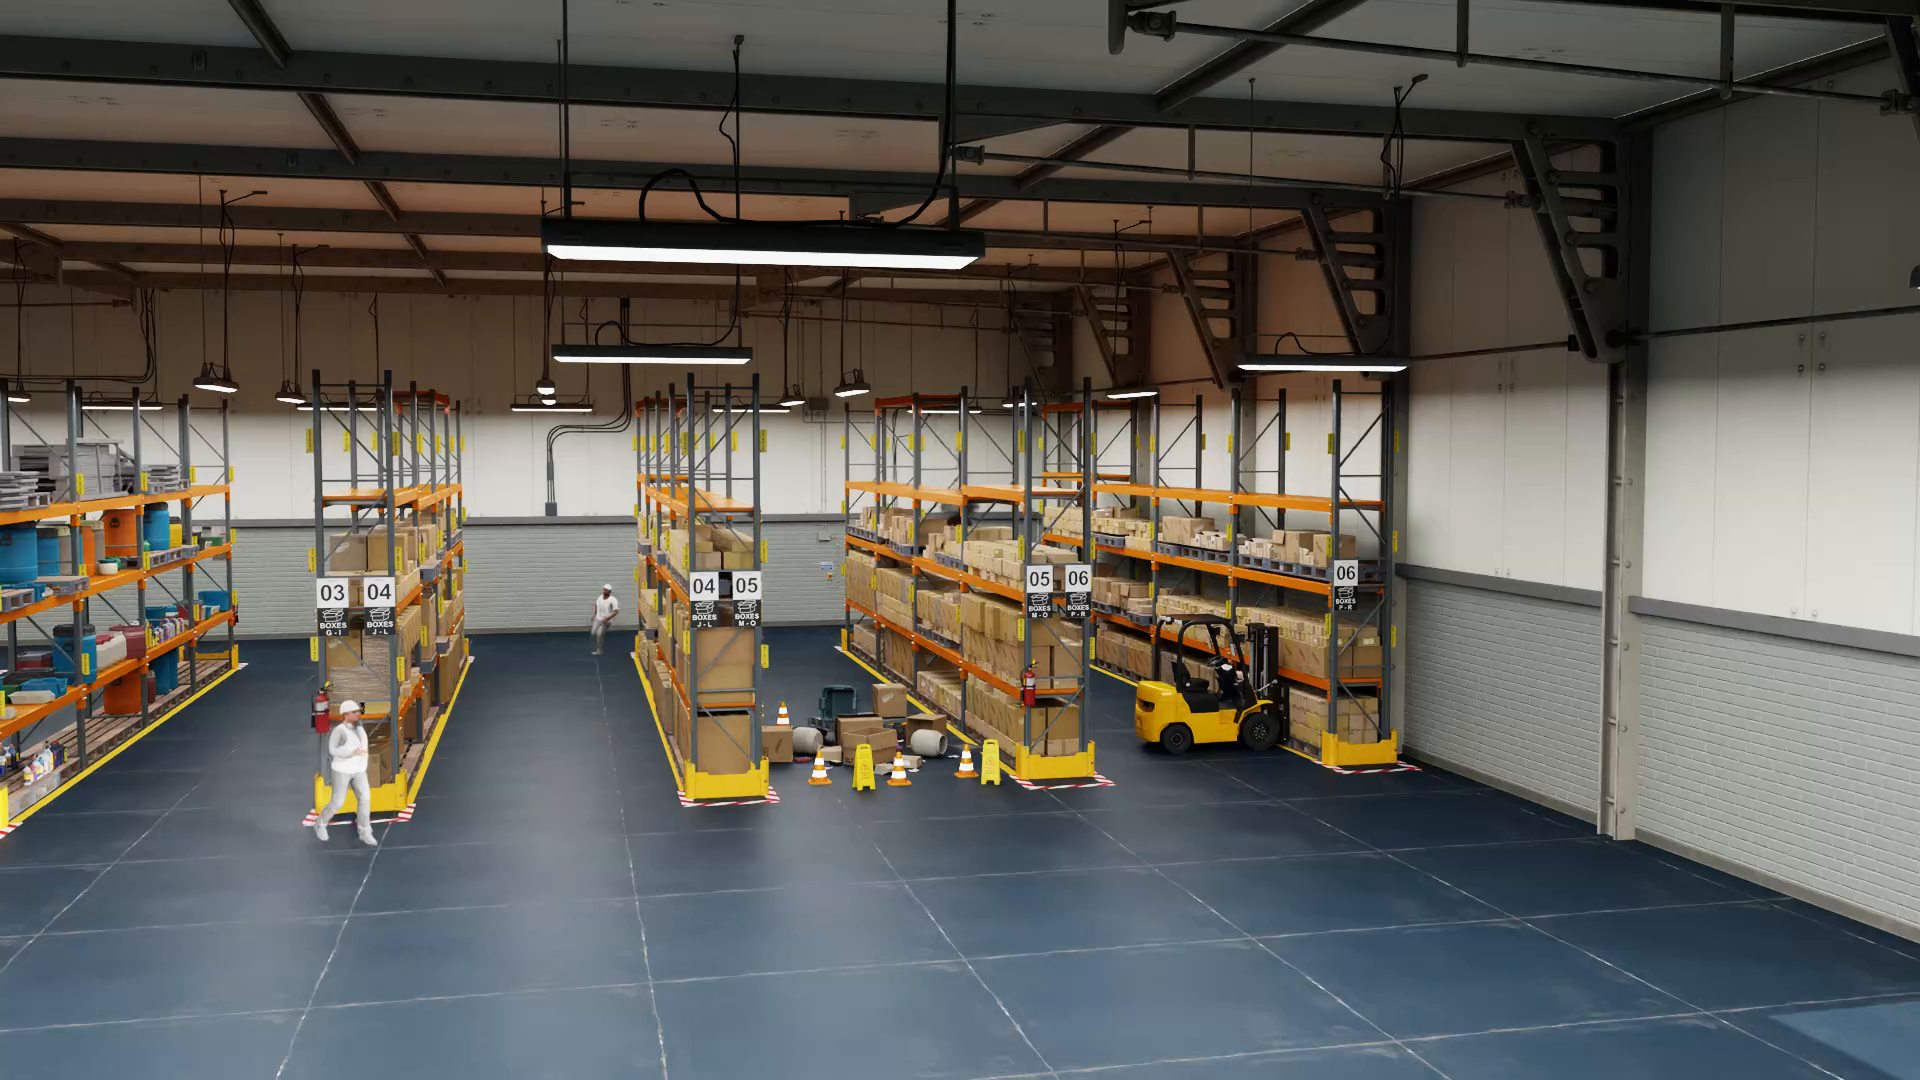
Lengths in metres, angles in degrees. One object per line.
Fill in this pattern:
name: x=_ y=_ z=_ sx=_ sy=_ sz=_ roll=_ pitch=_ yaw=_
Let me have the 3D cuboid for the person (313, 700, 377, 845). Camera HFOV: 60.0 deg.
person: x=-7.631 y=2.891 z=20.782 sx=0.938 sy=1.778 sz=0.682 roll=2 pitch=4 yaw=27

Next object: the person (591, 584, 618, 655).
person: x=-8.430 y=1.889 z=39.284 sx=0.747 sy=1.693 sz=0.535 roll=2 pitch=4 yaw=25
